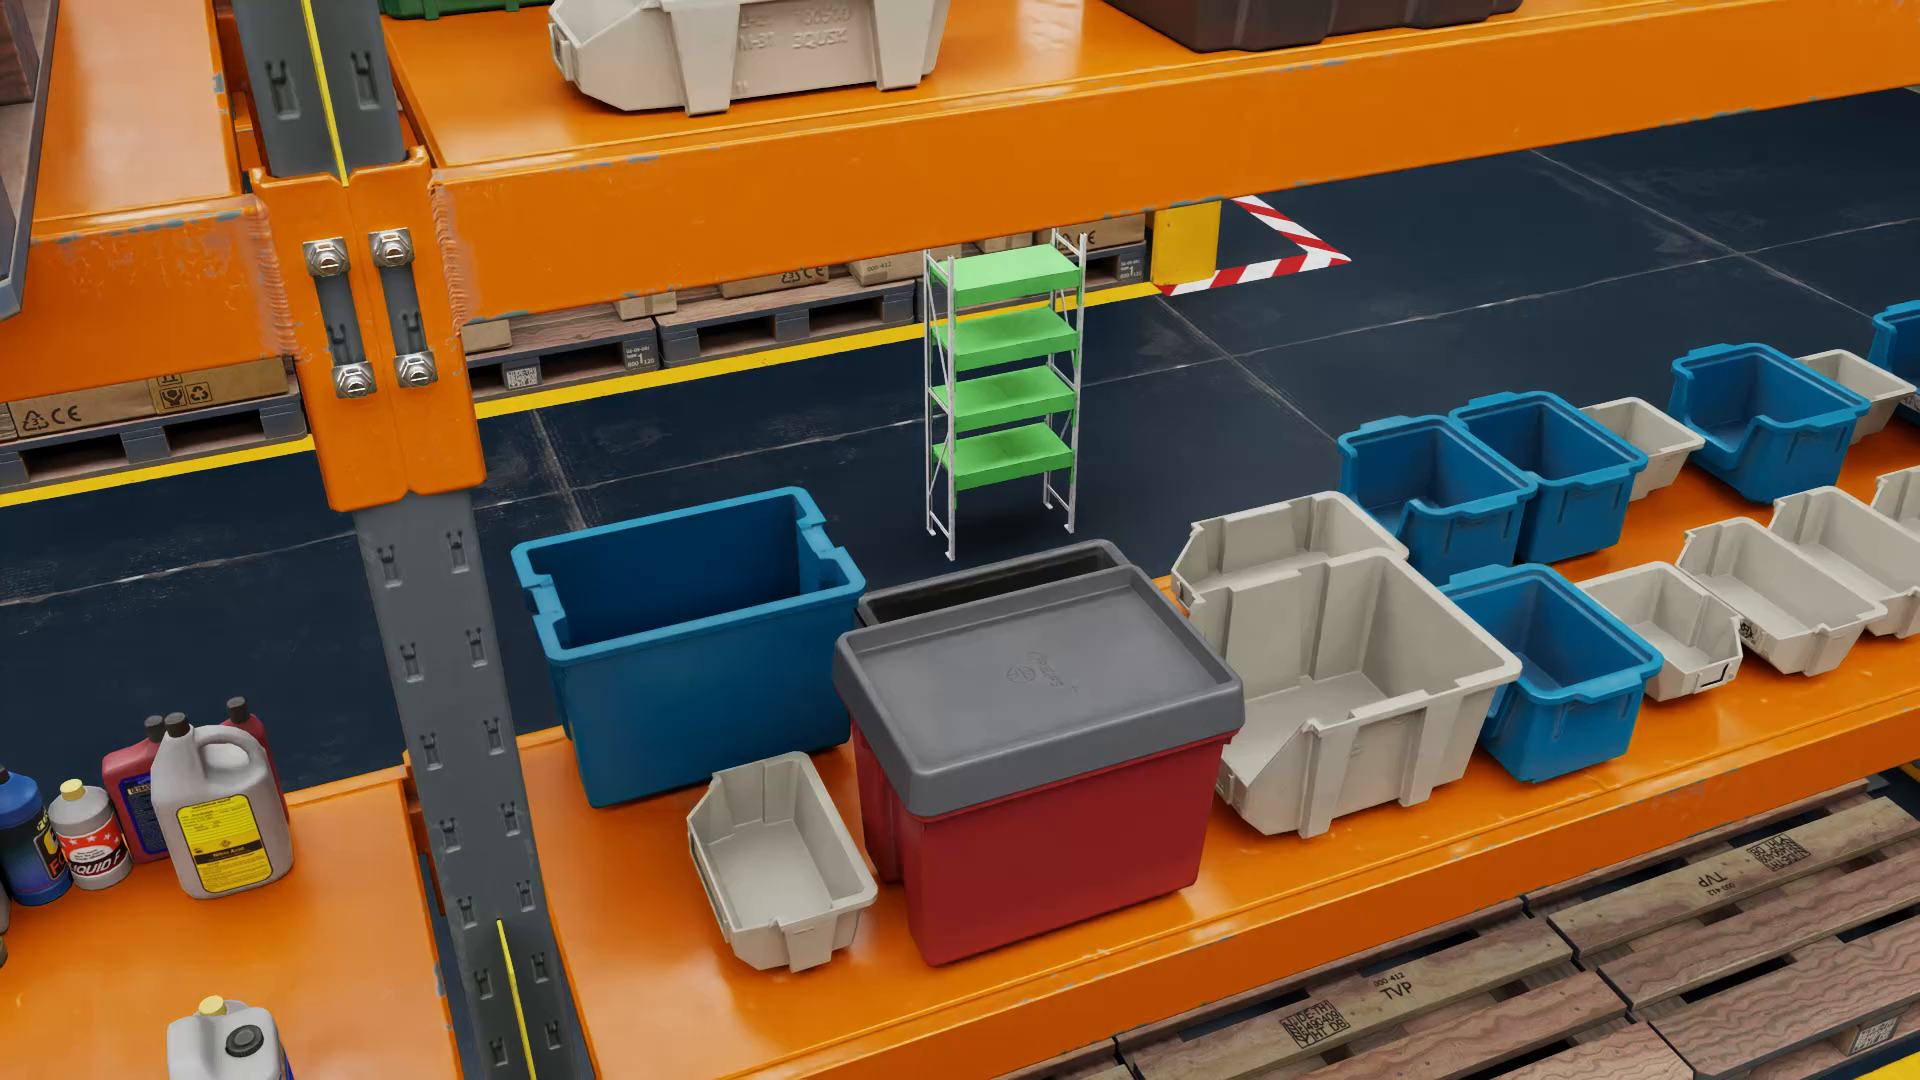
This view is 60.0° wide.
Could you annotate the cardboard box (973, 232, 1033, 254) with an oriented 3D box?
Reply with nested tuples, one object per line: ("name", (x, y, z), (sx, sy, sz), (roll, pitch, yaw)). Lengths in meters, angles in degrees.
("cardboard box", (0.161, -1.556, 8.086), (0.250, 0.166, 0.380), (-13, 35, -19))

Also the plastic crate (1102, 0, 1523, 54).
("plastic crate", (0.453, -0.829, 2.144), (0.590, 0.269, 0.497), (-13, 35, -19))

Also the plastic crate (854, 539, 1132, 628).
("plastic crate", (0.130, 0.216, 3.364), (0.590, 0.125, 0.437), (-13, 35, -19))

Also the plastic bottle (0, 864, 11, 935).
("plastic bottle", (-1.710, 0.533, 2.794), (0.135, 0.276, 0.152), (-13, 35, -19))

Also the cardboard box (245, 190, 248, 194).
("cardboard box", (-3.253, -1.151, 7.157), (0.500, 0.500, 0.500), (-15, 36, -21))

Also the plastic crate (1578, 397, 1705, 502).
("plastic crate", (1.582, -0.206, 4.002), (0.298, 0.136, 0.250), (-13, 35, -19))

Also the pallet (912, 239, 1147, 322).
("pallet", (0.171, -1.485, 8.339), (1.213, 0.211, 1.003), (-13, 35, -19))

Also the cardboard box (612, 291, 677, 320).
("cardboard box", (-1.448, -1.158, 7.474), (0.250, 0.166, 0.380), (-13, 35, -19))

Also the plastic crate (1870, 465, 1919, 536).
("plastic crate", (2.208, 0.002, 3.684), (0.243, 0.136, 0.396), (-13, 35, -19))

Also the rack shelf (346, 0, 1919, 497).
("rack shelf", (1.046, -0.880, 2.762), (4.000, 0.370, 1.077), (-13, 35, -19))

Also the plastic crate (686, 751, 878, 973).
("plastic crate", (-0.314, 0.557, 2.831), (0.243, 0.136, 0.396), (-13, 35, -19))

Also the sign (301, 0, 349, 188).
("sign", (-0.587, -0.486, 1.489), (0.005, 0.325, 0.100), (-13, 35, -19))

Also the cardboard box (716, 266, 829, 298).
("cardboard box", (-0.982, -1.531, 7.739), (0.637, 0.503, 0.797), (-13, 35, -19))

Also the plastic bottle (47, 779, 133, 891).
("plastic bottle", (-1.524, 0.506, 2.905), (0.097, 0.201, 0.097), (0, 33, 0))

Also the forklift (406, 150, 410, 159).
("forklift", (-2.370, -3.459, 8.879), (3.031, 2.935, 1.130), (-12, 35, -18))

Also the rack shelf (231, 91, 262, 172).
("rack shelf", (-4.556, -1.270, 6.111), (4.000, 0.370, 1.077), (-13, 35, -19))

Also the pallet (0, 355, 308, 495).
("pallet", (-3.448, -0.634, 7.032), (1.213, 0.211, 1.003), (-13, 35, -19))

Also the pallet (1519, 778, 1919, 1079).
("pallet", (2.114, 0.977, 4.556), (1.213, 0.211, 1.003), (-13, 35, -19))

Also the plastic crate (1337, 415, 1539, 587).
("plastic crate", (1.044, -0.074, 3.712), (0.300, 0.233, 0.416), (-13, 35, -19))

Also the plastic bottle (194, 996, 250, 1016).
("plastic bottle", (-1.102, 0.768, 2.502), (0.097, 0.201, 0.097), (0, 33, 0))

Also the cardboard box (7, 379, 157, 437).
("cardboard box", (-3.515, -0.782, 6.590), (0.500, 0.500, 0.500), (-13, 35, -19))

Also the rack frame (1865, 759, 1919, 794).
("rack frame", (2.890, -0.347, 4.033), (0.127, 3.000, 1.000), (-13, 35, -19))

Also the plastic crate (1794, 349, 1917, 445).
("plastic crate", (2.207, -0.349, 4.222), (0.298, 0.136, 0.250), (-13, 35, -19))

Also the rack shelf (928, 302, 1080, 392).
("rack shelf", (0.153, -0.685, 5.880), (0.480, 0.148, 0.258), (-13, 35, -19))

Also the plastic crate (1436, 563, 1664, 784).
("plastic crate", (1.096, 0.261, 3.197), (0.300, 0.233, 0.416), (-13, 35, -19))

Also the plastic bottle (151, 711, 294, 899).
("plastic bottle", (-1.286, 0.438, 2.871), (0.185, 0.351, 0.144), (-13, 35, -19))

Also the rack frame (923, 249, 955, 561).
("rack frame", (-0.072, -0.486, 5.897), (0.015, 1.200, 0.240), (-13, 35, -19))

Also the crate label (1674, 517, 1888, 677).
("crate label", (1.688, 0.127, 3.492), (0.243, 0.136, 0.396), (-13, 35, -19))

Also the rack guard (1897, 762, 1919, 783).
("rack guard", (2.907, 0.689, 4.732), (0.348, 0.500, 1.175), (-13, 35, -19))

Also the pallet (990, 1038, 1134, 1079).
("pallet", (-0.135, 1.492, 3.764), (1.213, 0.211, 1.003), (-13, 35, -19))

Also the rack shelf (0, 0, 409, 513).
("rack shelf", (-2.642, -0.036, 1.464), (4.000, 0.370, 1.077), (-13, 35, -19))

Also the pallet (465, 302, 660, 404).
("pallet", (-2.079, -0.970, 7.547), (1.213, 0.211, 1.003), (-13, 35, -19))

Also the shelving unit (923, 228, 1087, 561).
("shelving unit", (0.153, -0.538, 5.976), (0.503, 1.200, 0.258), (-13, 35, -19))

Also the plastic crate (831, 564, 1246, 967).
("plastic crate", (0.122, 0.383, 2.797), (0.583, 0.464, 0.402), (-13, 35, -19))

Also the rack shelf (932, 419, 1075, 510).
("rack shelf", (0.153, -0.283, 6.142), (0.480, 0.148, 0.258), (-13, 35, -19))

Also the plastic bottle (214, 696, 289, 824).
("plastic bottle", (-1.302, 0.409, 2.977), (0.133, 0.283, 0.061), (-13, 35, -19))
